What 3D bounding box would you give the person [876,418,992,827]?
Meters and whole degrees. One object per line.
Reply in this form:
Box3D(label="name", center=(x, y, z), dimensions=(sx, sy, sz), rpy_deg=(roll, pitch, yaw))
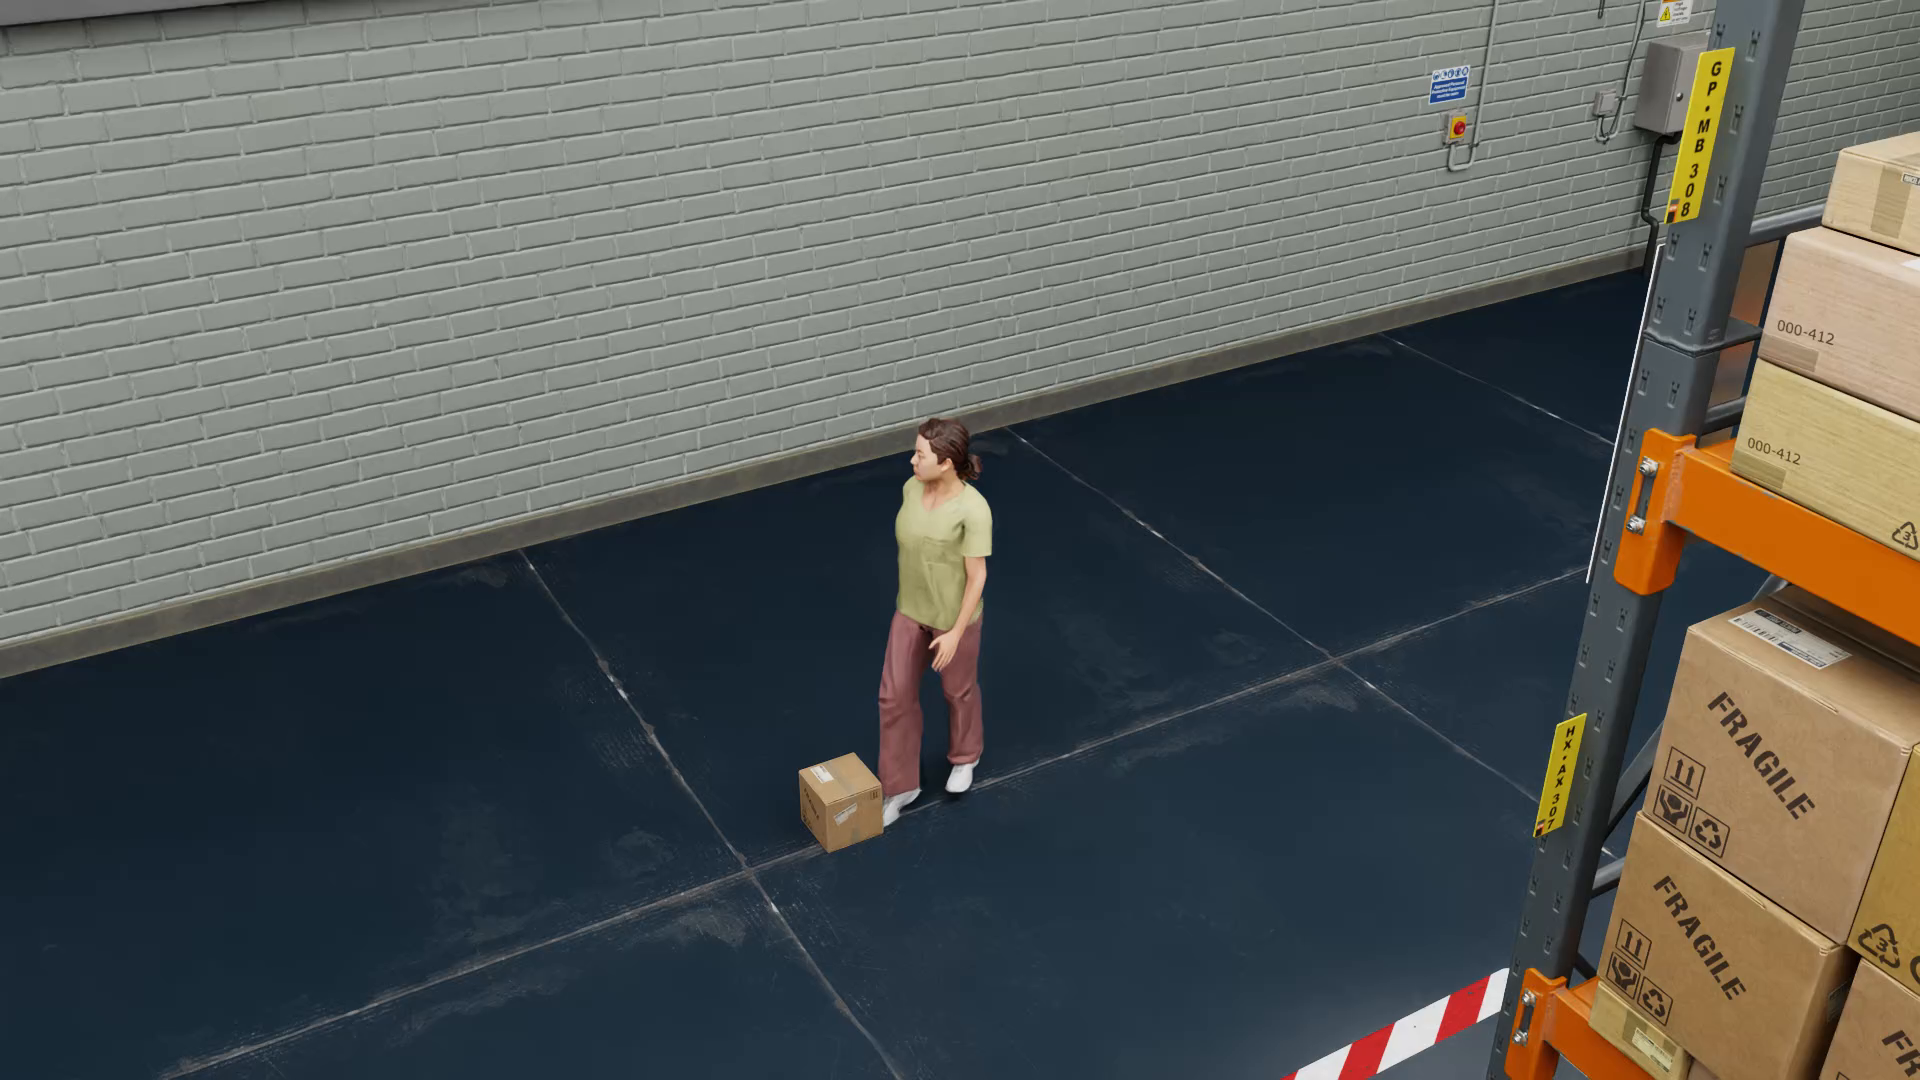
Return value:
Box3D(label="person", center=(-0.122, 0.468, 6.591), dimensions=(0.470, 1.465, 0.644), rpy_deg=(17, 34, 28))
